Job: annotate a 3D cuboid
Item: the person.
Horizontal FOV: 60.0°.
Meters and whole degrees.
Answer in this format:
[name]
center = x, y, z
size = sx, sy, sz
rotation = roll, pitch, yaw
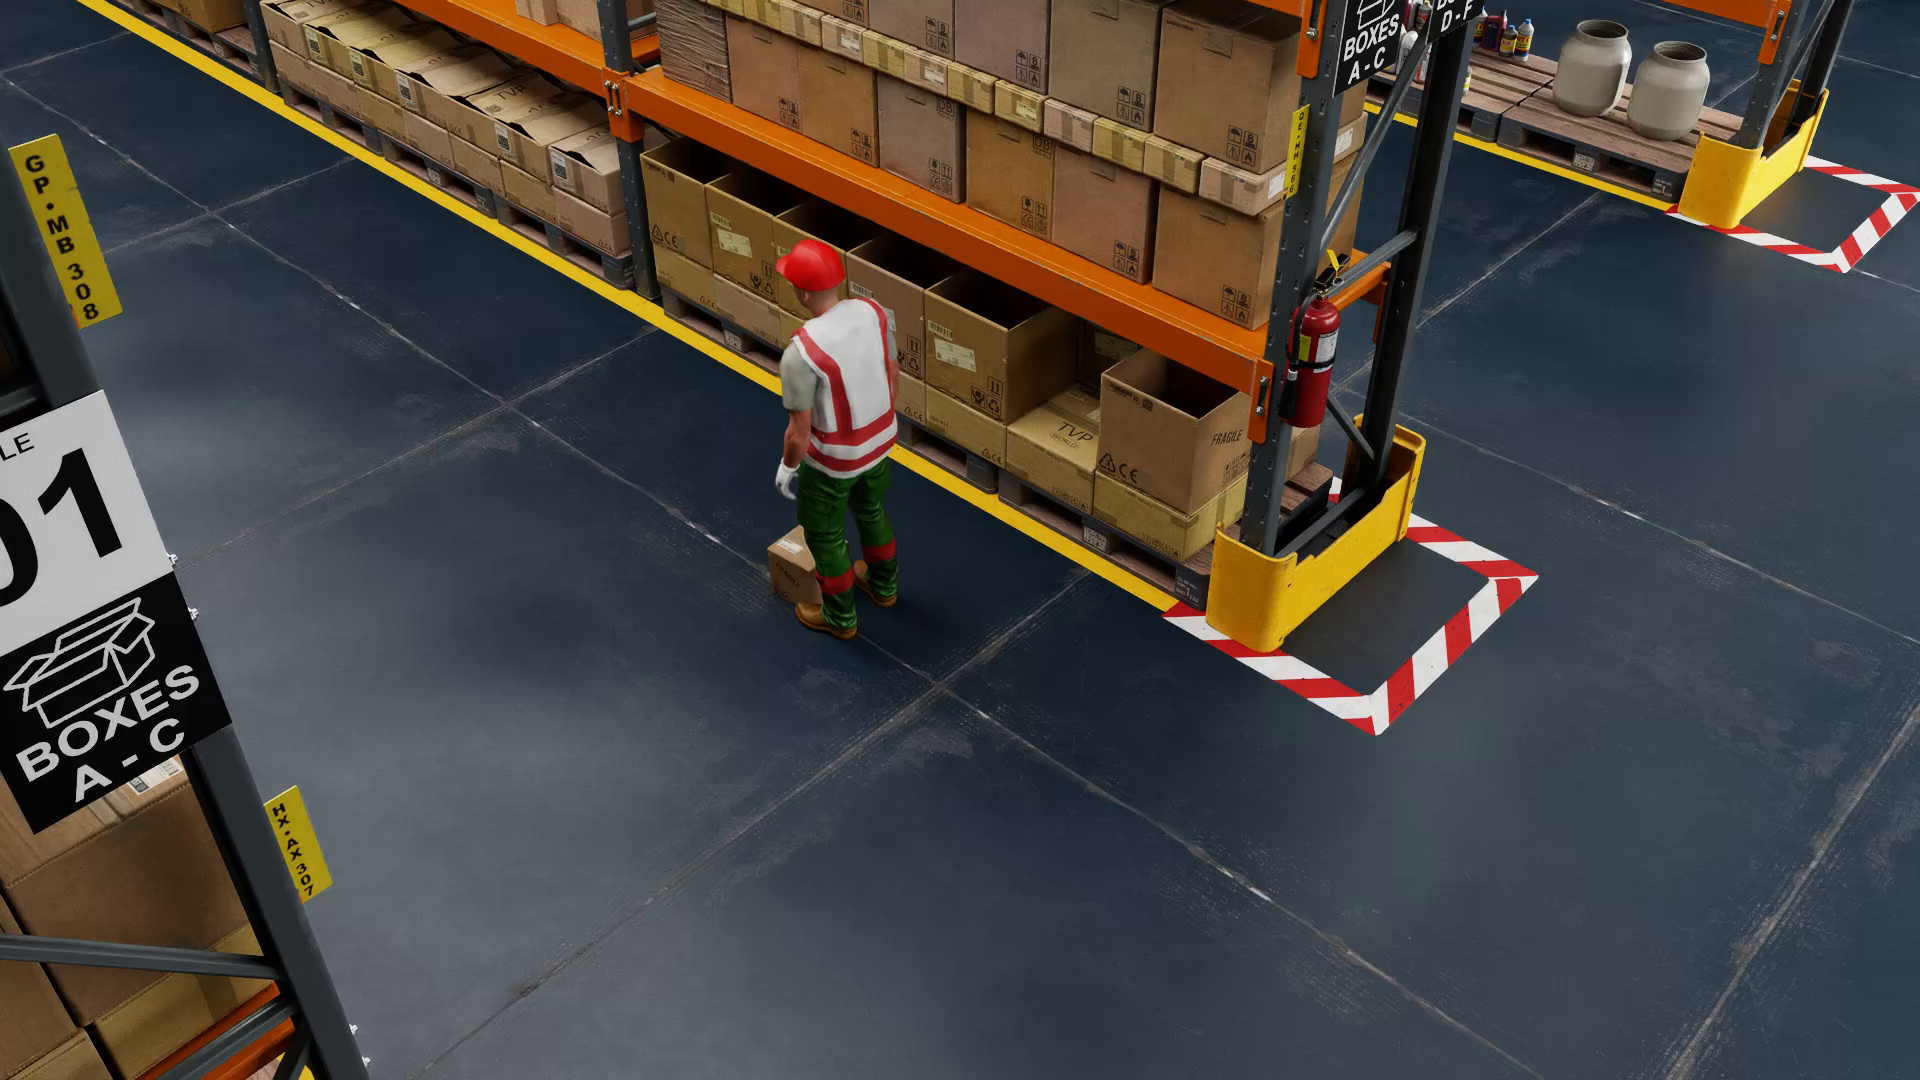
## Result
[person]
center = -0.481, -0.379, 6.610
size = 0.448, 1.780, 0.610
rotation = 30, 48, 32
